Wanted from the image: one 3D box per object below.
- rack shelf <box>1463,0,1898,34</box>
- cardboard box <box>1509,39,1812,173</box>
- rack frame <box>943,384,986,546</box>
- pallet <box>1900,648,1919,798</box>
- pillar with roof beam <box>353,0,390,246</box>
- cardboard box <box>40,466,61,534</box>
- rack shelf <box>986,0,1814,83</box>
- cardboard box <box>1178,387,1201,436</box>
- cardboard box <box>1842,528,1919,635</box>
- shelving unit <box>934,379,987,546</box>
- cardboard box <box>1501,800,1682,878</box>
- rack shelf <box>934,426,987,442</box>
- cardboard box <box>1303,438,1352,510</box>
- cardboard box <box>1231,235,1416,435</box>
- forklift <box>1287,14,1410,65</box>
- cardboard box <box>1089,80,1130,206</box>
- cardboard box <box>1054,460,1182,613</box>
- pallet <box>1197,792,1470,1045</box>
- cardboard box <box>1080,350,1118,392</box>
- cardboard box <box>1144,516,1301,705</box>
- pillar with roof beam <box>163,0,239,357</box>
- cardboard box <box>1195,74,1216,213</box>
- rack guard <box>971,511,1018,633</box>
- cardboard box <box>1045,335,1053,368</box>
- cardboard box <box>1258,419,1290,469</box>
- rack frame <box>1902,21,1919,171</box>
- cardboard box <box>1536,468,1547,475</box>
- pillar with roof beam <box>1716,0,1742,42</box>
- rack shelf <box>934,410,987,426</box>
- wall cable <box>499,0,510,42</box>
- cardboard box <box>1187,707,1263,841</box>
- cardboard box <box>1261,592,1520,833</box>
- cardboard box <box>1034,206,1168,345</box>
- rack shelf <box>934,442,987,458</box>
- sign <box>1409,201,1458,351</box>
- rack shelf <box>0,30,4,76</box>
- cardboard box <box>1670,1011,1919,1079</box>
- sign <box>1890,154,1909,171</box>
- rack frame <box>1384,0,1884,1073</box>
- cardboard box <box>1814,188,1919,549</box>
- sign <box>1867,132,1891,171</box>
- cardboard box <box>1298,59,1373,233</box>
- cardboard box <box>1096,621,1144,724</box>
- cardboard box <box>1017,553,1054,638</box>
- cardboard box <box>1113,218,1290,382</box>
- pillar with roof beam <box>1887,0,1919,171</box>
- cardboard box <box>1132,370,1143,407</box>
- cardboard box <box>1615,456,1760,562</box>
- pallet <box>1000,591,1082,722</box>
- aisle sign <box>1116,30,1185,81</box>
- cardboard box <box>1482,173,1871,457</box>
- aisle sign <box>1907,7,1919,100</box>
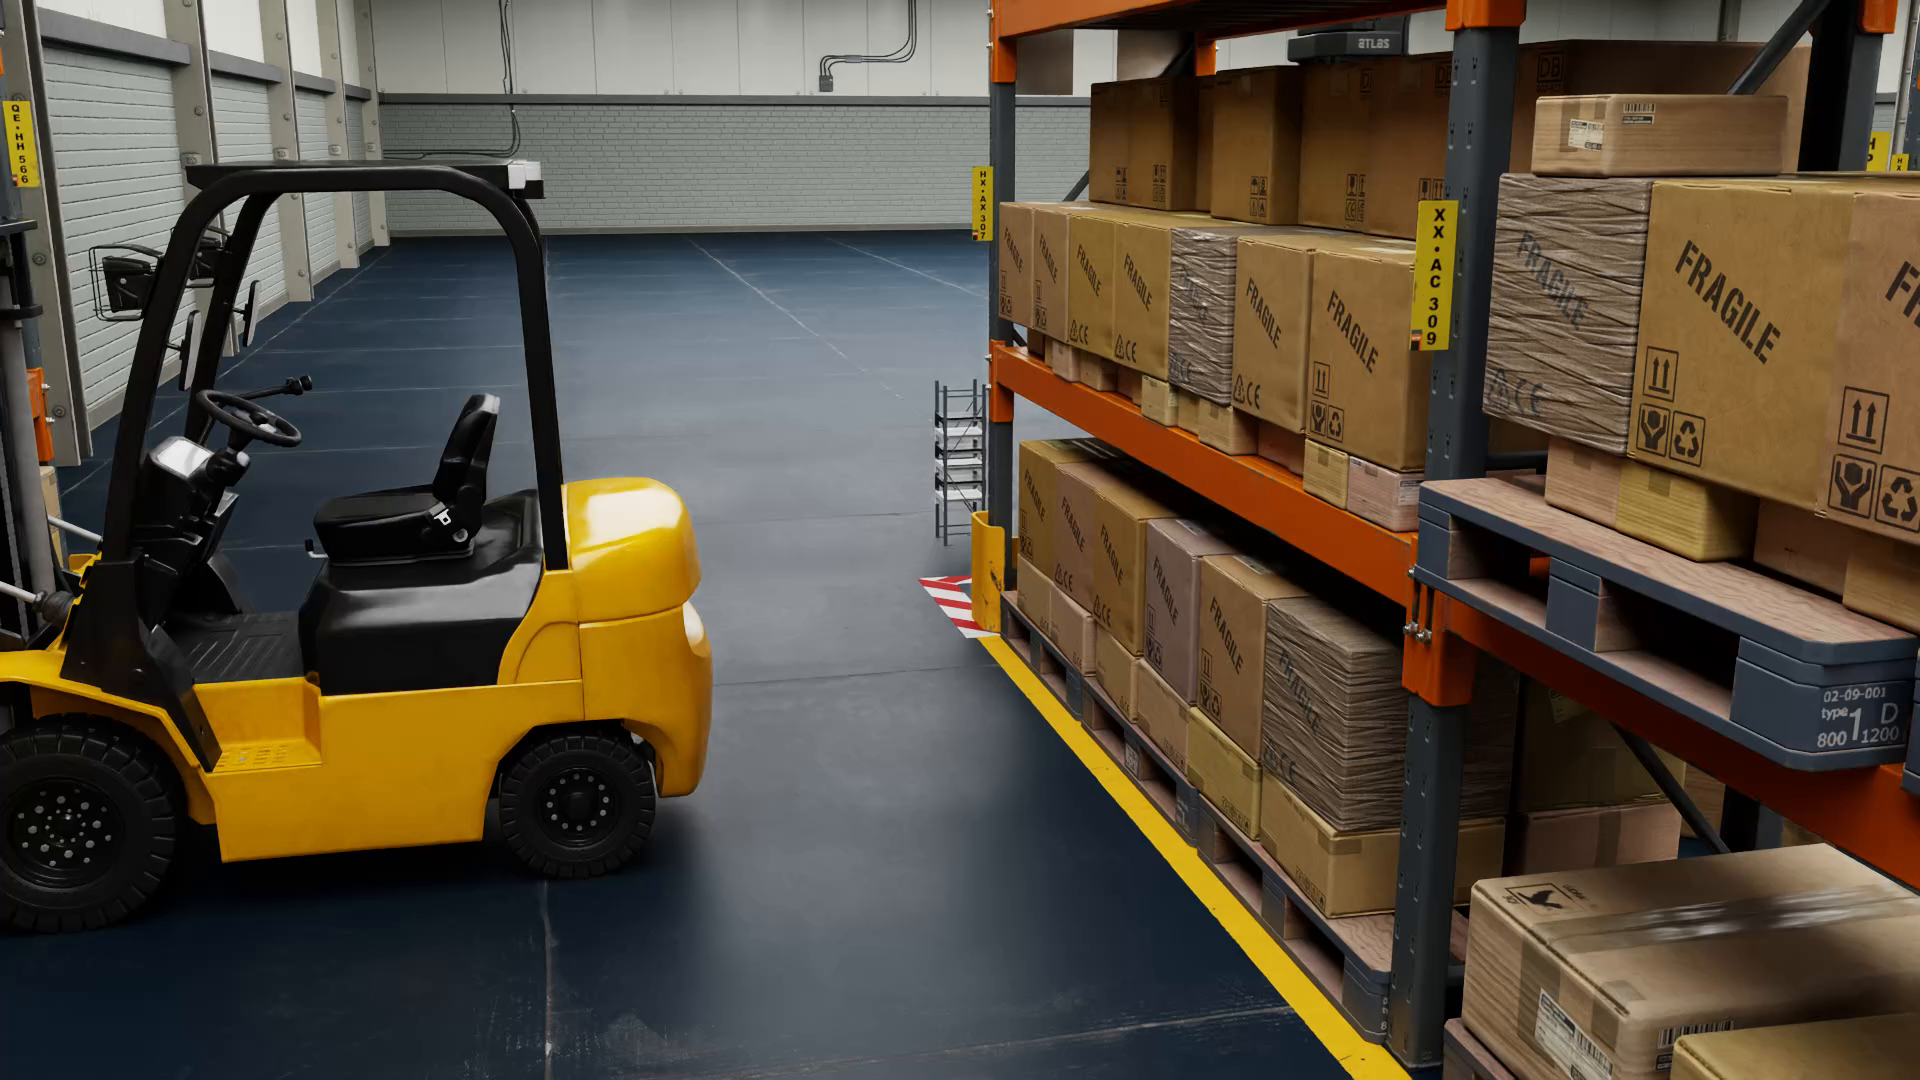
[{"bbox_3d":[2.041,-0.839,1.735,1.077,0.370,4.000,-3,14,-13],"label":"rack shelf"},{"bbox_3d":[1.679,-0.985,4.193,0.700,0.500,0.500,-3,14,-14],"label":"cardboard box"},{"bbox_3d":[0.026,-0.412,9.217,0.240,0.900,0.006,-3,14,-13],"label":"rack frame"},{"bbox_3d":[2.006,0.369,1.999,1.003,0.211,1.213,-3,14,-13],"label":"pallet"},{"bbox_3d":[-7.766,-10.702,34.270,9.100,9.000,0.400,-3,14,-13],"label":"pillar with roof beam"},{"bbox_3d":[-3.781,-0.103,6.329,0.500,0.250,0.500,-3,14,-11],"label":"cardboard box"},{"bbox_3d":[1.102,-1.761,5.512,1.077,0.370,4.000,-3,14,-13],"label":"rack shelf"},{"bbox_3d":[0.927,-0.422,5.364,0.380,0.149,0.250,-4,14,-14],"label":"cardboard box"},{"bbox_3d":[1.605,0.052,2.539,0.380,0.149,0.250,-3,14,-12],"label":"cardboard box"},{"bbox_3d":[0.002,-0.435,9.313,0.258,0.900,0.210,-3,14,-13],"label":"shelving unit"},{"bbox_3d":[1.695,0.788,4.789,0.500,0.250,0.500,-4,14,-16],"label":"cardboard box"},{"bbox_3d":[0.002,-0.578,9.278,0.258,0.077,0.200,-3,14,-13],"label":"rack shelf"},{"bbox_3d":[1.134,-0.185,4.391,0.380,0.149,0.250,-3,14,-12],"label":"cardboard box"},{"bbox_3d":[1.098,-0.592,4.694,0.500,0.500,0.500,-3,14,-11],"label":"cardboard box"},{"bbox_3d":[2.807,-1.674,10.104,3.031,2.935,1.130,-2,14,-8],"label":"forklift"},{"bbox_3d":[0.964,-1.688,7.072,0.700,0.500,0.500,-4,14,-15],"label":"cardboard box"},{"bbox_3d":[0.686,-0.020,6.518,0.500,0.500,0.500,-4,14,-15],"label":"cardboard box"},{"bbox_3d":[1.379,1.009,4.851,1.003,0.211,1.213,-3,14,-13],"label":"pallet"},{"bbox_3d":[0.676,-0.661,6.342,0.380,0.149,0.250,-3,14,-12],"label":"cardboard box"},{"bbox_3d":[0.930,0.219,5.540,0.500,0.500,0.500,-3,14,-10],"label":"cardboard box"},{"bbox_3d":[-3.538,-6.549,17.273,9.100,9.000,0.400,-3,14,-13],"label":"pillar with roof beam"},{"bbox_3d":[1.296,-1.459,6.135,0.700,0.500,0.500,-3,14,-14],"label":"cardboard box"},{"bbox_3d":[0.650,0.117,7.896,1.175,0.500,0.348,-3,14,-13],"label":"rack guard"},{"bbox_3d":[0.567,-0.780,6.828,0.380,0.149,0.250,-4,14,-15],"label":"cardboard box"},{"bbox_3d":[1.104,-0.307,4.894,0.380,0.149,0.250,-3,14,-14],"label":"cardboard box"},{"bbox_3d":[5.420,-1.414,8.895,1.000,3.000,0.127,-3,14,-13],"label":"rack frame"},{"bbox_3d":[1.700,-0.216,4.521,0.380,0.149,0.250,-3,14,-12],"label":"cardboard box"},{"bbox_3d":[14.484,-11.978,39.492,9.100,9.000,0.400,-3,14,-13],"label":"pillar with roof beam"},{"bbox_3d":[0.002,-0.665,9.256,0.258,0.077,0.200,-3,14,-13],"label":"rack shelf"},{"bbox_3d":[-8.727,-12.311,36.757,3.097,2.526,0.112,-3,14,-13],"label":"wall cable"},{"bbox_3d":[1.037,0.696,5.168,0.500,0.250,0.500,-4,14,-15],"label":"cardboard box"},{"bbox_3d":[1.172,0.454,4.579,0.500,0.500,0.500,-3,14,-14],"label":"cardboard box"},{"bbox_3d":[0.598,-1.064,6.625,0.500,0.500,0.500,-3,14,-11],"label":"cardboard box"},{"bbox_3d":[0.002,-0.490,9.299,0.258,0.077,0.200,-3,14,-13],"label":"rack shelf"},{"bbox_3d":[1.046,-0.581,3.660,0.100,0.325,0.005,-3,14,-13],"label":"sign"},{"bbox_3d":[-3.722,-1.484,4.376,1.077,0.370,4.000,-3,14,-13],"label":"rack shelf"},{"bbox_3d":[1.869,1.167,2.983,0.950,0.372,0.625,-2,14,-10],"label":"cardboard box"},{"bbox_3d":[4.879,-1.844,8.662,0.100,0.325,0.005,-3,14,-13],"label":"sign"},{"bbox_3d":[1.572,-0.192,3.894,1.000,3.000,0.127,-3,14,-13],"label":"rack frame"},{"bbox_3d":[1.624,-0.235,2.346,0.500,0.500,0.500,-3,14,-14],"label":"cardboard box"},{"bbox_3d":[2.110,-0.786,3.886,0.100,0.325,0.005,-3,14,-13],"label":"sign"},{"bbox_3d":[1.489,-1.221,5.160,0.700,0.500,0.500,-4,14,-14],"label":"cardboard box"},{"bbox_3d":[0.806,0.462,6.126,0.500,0.250,0.500,-2,14,-9],"label":"cardboard box"},{"bbox_3d":[0.553,0.218,7.122,0.500,0.250,0.500,-3,14,-14],"label":"cardboard box"},{"bbox_3d":[0.847,-0.830,5.665,0.500,0.500,0.500,-4,14,-14],"label":"cardboard box"},{"bbox_3d":[15.893,-10.593,33.826,9.100,9.000,0.400,-3,14,-13],"label":"pillar with roof beam"},{"bbox_3d":[0.829,-0.541,5.850,0.380,0.149,0.250,-4,14,-15],"label":"cardboard box"},{"bbox_3d":[1.444,-0.071,3.042,0.380,0.149,0.250,-3,14,-12],"label":"cardboard box"},{"bbox_3d":[0.806,0.446,7.155,1.003,0.211,1.213,-3,14,-13],"label":"pallet"},{"bbox_3d":[0.899,-2.408,7.487,0.394,0.787,0.004,-3,14,-13],"label":"aisle sign"},{"bbox_3d":[1.403,-0.465,3.289,0.500,0.500,0.500,-3,14,-12],"label":"cardboard box"},{"bbox_3d":[5.112,-2.677,8.585,0.394,0.787,0.004,-3,14,-13],"label":"aisle sign"}]
